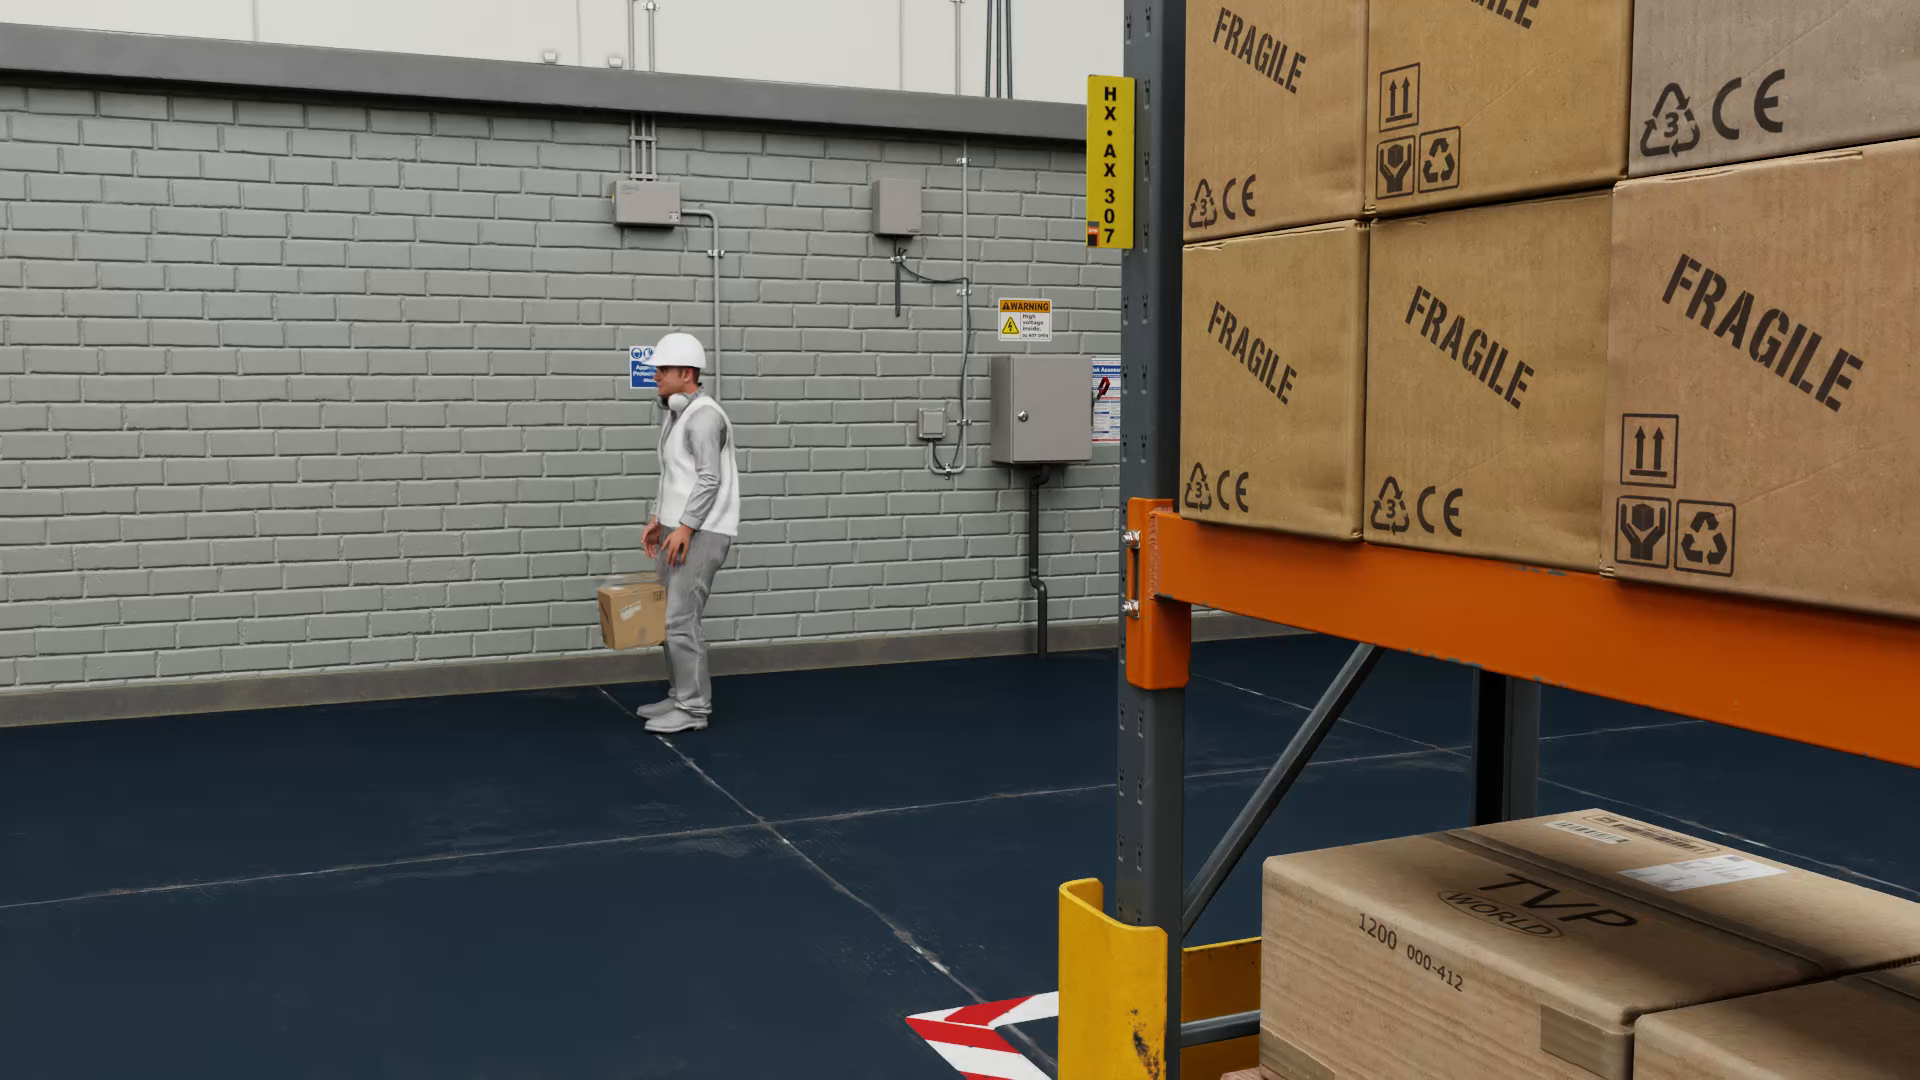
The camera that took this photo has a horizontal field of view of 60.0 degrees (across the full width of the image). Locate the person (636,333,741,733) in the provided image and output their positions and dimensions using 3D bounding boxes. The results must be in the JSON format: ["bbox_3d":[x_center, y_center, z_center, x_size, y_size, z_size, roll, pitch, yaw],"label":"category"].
[{"bbox_3d":[-1.238,-0.040,7.511,0.472,1.776,0.560,-3,6,-25],"label":"person"}]
